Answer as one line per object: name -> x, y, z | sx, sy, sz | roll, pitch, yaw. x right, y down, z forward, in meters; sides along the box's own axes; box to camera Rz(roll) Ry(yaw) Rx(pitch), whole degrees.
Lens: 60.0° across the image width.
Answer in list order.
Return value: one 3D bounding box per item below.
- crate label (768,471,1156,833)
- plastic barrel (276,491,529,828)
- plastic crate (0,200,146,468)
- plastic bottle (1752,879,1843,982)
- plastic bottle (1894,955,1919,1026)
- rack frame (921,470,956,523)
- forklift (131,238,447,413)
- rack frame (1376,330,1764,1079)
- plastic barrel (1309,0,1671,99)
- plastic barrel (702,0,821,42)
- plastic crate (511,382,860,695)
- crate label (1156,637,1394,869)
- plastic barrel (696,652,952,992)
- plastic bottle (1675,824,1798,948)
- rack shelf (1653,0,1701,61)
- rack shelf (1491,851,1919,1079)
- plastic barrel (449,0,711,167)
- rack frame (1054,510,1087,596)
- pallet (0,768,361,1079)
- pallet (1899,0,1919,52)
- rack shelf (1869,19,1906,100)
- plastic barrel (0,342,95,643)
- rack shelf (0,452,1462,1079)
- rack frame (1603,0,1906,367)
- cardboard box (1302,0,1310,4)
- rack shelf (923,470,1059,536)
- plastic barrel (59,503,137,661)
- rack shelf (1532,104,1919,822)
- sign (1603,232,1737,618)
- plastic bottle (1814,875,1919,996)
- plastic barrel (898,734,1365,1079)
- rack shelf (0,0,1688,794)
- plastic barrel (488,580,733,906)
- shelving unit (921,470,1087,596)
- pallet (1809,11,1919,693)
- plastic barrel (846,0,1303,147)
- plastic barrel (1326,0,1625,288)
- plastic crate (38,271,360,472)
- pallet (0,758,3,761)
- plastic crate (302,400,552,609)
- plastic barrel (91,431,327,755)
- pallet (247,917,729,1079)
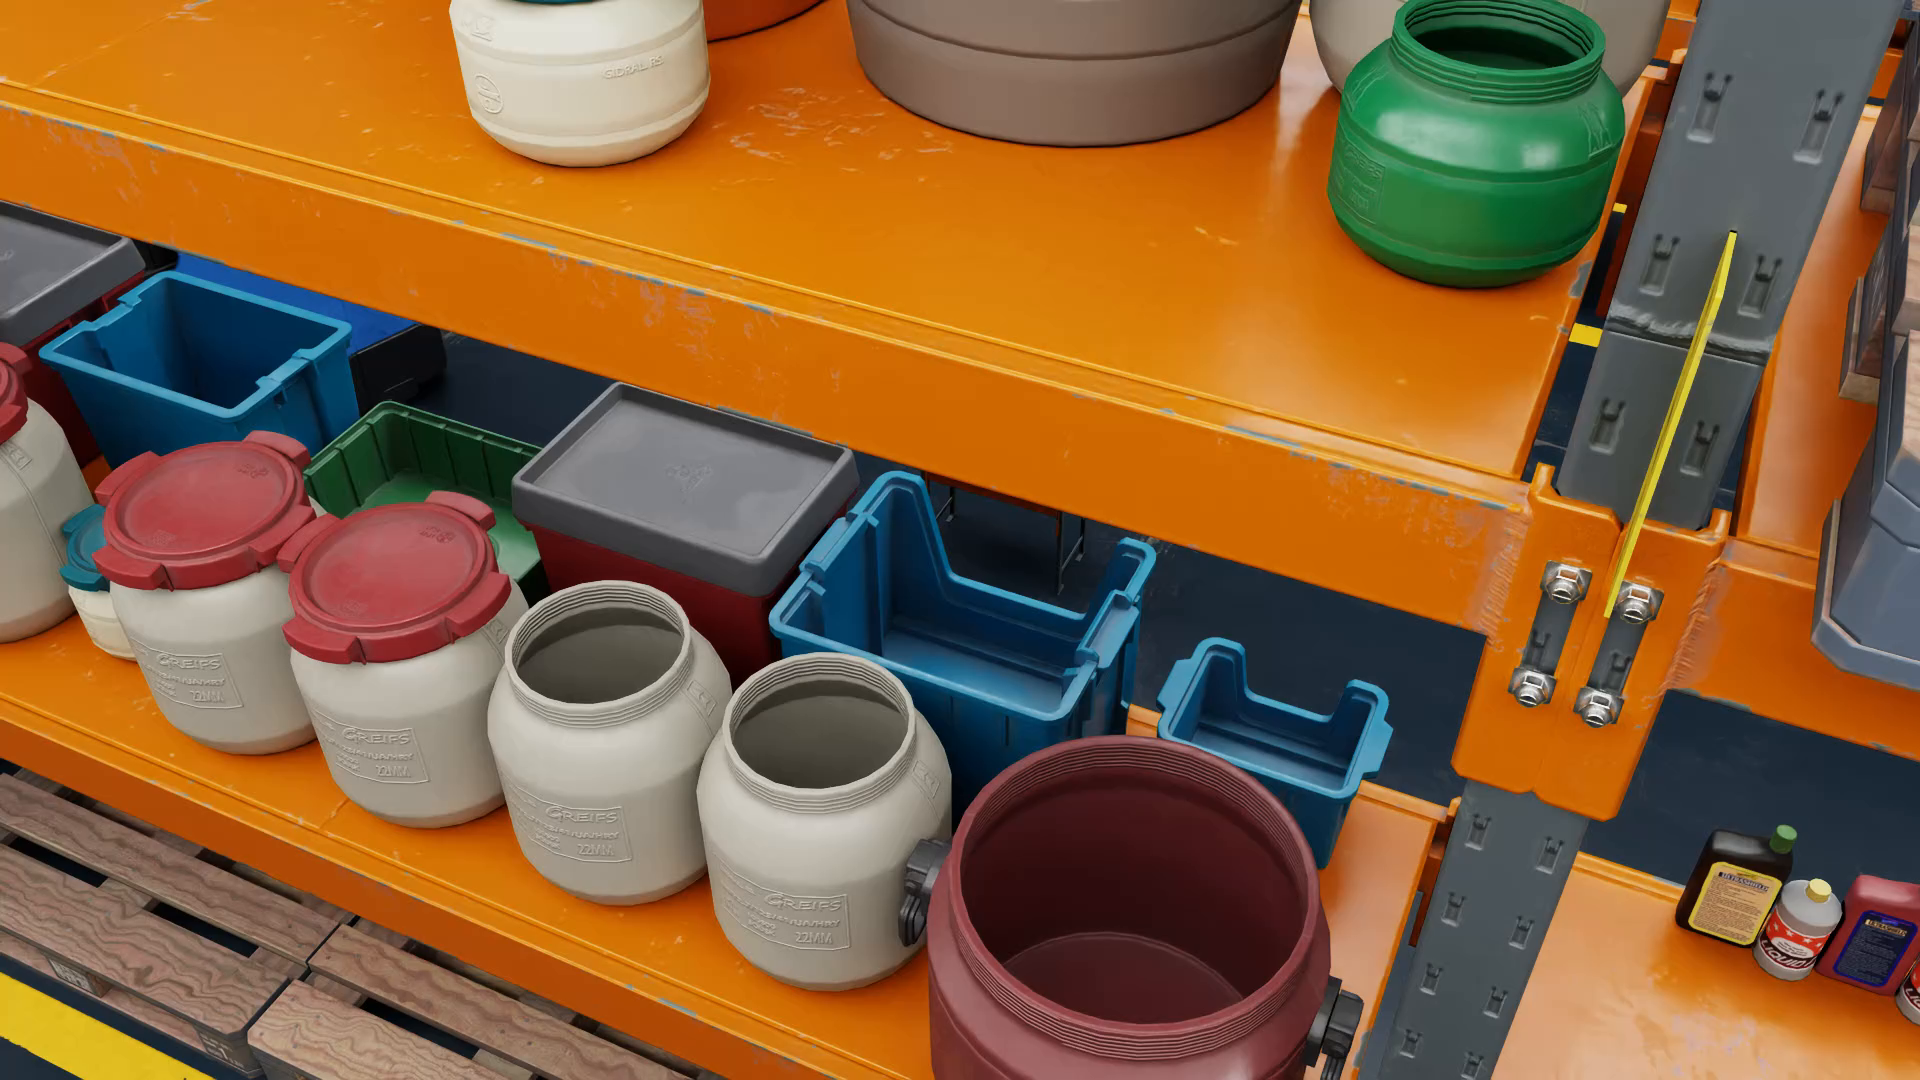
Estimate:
crate label -> 0.012, 0.232, 3.165 | 0.616, 0.435, 0.502 | 17, 44, 19
plastic barrel -> -0.995, 0.240, 3.079 | 0.433, 0.535, 0.433 | 0, 41, 0
plastic crate -> -2.258, -0.498, 3.986 | 0.583, 0.464, 0.402 | 17, 44, 19
plastic bottle -> 1.442, 0.658, 2.853 | 0.097, 0.201, 0.097 | 0, 41, 0
plastic bottle -> 1.651, 0.722, 2.779 | 0.097, 0.201, 0.097 | 0, 41, 0
rack frame -> -0.071, -0.475, 5.382 | 0.015, 1.200, 0.240 | 17, 44, 19
forklift -> -3.358, -1.244, 4.947 | 1.130, 2.935, 3.031 | 32, 50, 31
rack frame -> 0.798, 0.681, 2.674 | 0.127, 3.000, 1.000 | 17, 44, 19
plastic barrel -> 0.646, -0.763, 1.964 | 0.421, 0.512, 0.421 | 0, 41, 0
plastic barrel -> -0.447, -1.152, 2.171 | 0.708, 0.830, 0.600 | 17, 44, 19
plastic crate -> -0.537, 0.028, 3.379 | 0.583, 0.464, 0.402 | 17, 44, 19
crate label -> 0.575, 0.405, 3.120 | 0.416, 0.233, 0.303 | 17, 44, 19
plastic barrel -> -0.224, 0.481, 2.820 | 0.421, 0.512, 0.421 | 0, 41, 0
plastic bottle -> 1.345, 0.584, 2.875 | 0.133, 0.283, 0.061 | 17, 44, 19
rack shelf -> 1.084, -2.540, 6.940 | 4.000, 0.370, 1.077 | 17, 44, 19
rack shelf -> 2.611, 1.507, 2.271 | 4.000, 0.370, 1.077 | 17, 44, 19
plastic barrel -> -0.453, -0.614, 1.983 | 0.301, 0.262, 0.301 | 0, 41, 0
rack frame -> 0.371, -0.340, 5.226 | 0.015, 1.200, 0.240 | 17, 44, 19
pallet -> -2.098, 0.821, 4.641 | 1.213, 0.211, 1.003 | 17, 44, 19
pallet -> 3.540, -2.039, 5.959 | 1.003, 0.211, 1.213 | 17, 44, 19
rack shelf -> 4.709, -1.432, 5.662 | 4.000, 0.370, 1.077 | 17, 44, 19
plastic barrel -> -2.052, -0.083, 3.452 | 0.433, 0.535, 0.433 | 0, 41, 0
rack shelf -> -1.014, 0.399, 3.549 | 4.000, 0.370, 1.077 | 17, 44, 19
rack frame -> 0.798, -1.586, 0.709 | 0.127, 3.000, 1.000 | 17, 44, 19
cardboard box -> 1.605, -2.192, 7.339 | 0.500, 0.311, 0.500 | 16, 43, 17
rack shelf -> 0.150, -0.207, 5.478 | 0.480, 0.148, 0.258 | 17, 44, 19
plastic barrel -> -1.692, 0.083, 3.469 | 0.301, 0.262, 0.301 | 0, 41, 0
rack shelf -> 2.611, 0.373, 1.288 | 4.000, 0.370, 1.077 | 17, 44, 19
sign -> 0.572, -0.084, 1.347 | 0.005, 0.325, 0.100 | 17, 44, 19
plastic bottle -> 1.554, 0.648, 2.802 | 0.133, 0.283, 0.061 | 17, 44, 19
plastic barrel -> 0.250, 0.681, 2.570 | 0.708, 0.536, 0.600 | 17, 44, 19
rack shelf -> -1.014, -0.734, 2.566 | 4.000, 0.370, 1.077 | 17, 44, 19
plastic barrel -> -0.606, 0.364, 2.954 | 0.421, 0.512, 0.421 | 0, 41, 0
shelving unit -> 0.150, -0.408, 5.304 | 0.503, 1.200, 0.258 | 17, 44, 19
pallet -> 1.450, -0.111, 1.442 | 1.213, 0.211, 1.003 | 17, 44, 19
plastic barrel -> 0.146, -0.998, 1.938 | 0.600, 0.901, 0.600 | 0, 41, 0
plastic barrel -> 0.553, -0.432, 1.786 | 0.294, 0.245, 0.294 | 0, 41, 0
plastic crate -> -1.695, -0.300, 3.818 | 0.575, 0.384, 0.392 | 17, 44, 19
pallet -> -3.418, 0.416, 5.109 | 1.213, 0.211, 1.003 | 17, 44, 19
plastic crate -> -1.129, -0.032, 3.658 | 0.662, 0.188, 0.450 | 17, 44, 19
plastic barrel -> -1.387, 0.120, 3.217 | 0.433, 0.535, 0.433 | 0, 41, 0
pallet -> -0.989, 1.158, 4.252 | 1.213, 0.211, 1.003 | 17, 44, 19
